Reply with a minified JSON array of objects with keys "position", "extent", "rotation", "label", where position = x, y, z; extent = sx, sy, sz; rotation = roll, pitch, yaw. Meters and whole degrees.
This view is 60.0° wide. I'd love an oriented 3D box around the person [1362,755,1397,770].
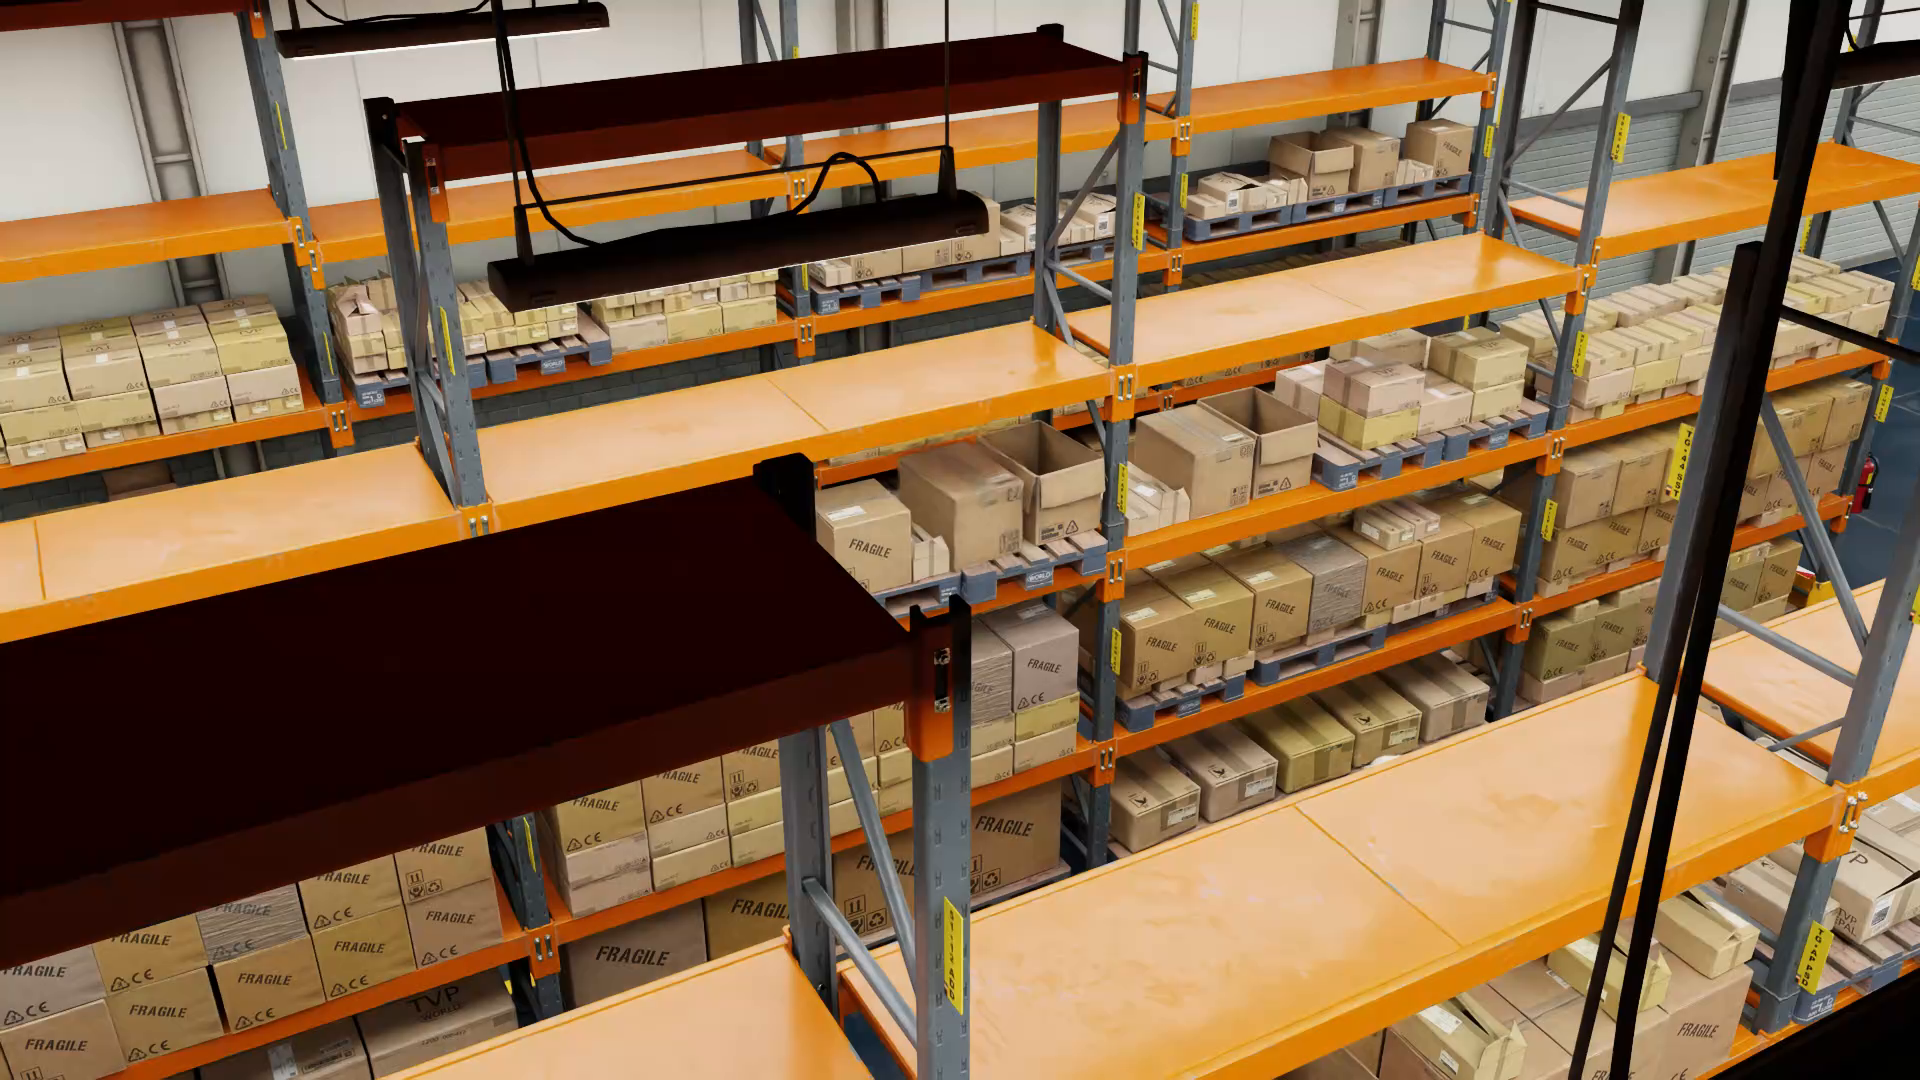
[{"position":[2.776,2.113,11.042],"extent":[0.583,1.680,0.600],"rotation":[-9,29,-16],"label":"person"}]
